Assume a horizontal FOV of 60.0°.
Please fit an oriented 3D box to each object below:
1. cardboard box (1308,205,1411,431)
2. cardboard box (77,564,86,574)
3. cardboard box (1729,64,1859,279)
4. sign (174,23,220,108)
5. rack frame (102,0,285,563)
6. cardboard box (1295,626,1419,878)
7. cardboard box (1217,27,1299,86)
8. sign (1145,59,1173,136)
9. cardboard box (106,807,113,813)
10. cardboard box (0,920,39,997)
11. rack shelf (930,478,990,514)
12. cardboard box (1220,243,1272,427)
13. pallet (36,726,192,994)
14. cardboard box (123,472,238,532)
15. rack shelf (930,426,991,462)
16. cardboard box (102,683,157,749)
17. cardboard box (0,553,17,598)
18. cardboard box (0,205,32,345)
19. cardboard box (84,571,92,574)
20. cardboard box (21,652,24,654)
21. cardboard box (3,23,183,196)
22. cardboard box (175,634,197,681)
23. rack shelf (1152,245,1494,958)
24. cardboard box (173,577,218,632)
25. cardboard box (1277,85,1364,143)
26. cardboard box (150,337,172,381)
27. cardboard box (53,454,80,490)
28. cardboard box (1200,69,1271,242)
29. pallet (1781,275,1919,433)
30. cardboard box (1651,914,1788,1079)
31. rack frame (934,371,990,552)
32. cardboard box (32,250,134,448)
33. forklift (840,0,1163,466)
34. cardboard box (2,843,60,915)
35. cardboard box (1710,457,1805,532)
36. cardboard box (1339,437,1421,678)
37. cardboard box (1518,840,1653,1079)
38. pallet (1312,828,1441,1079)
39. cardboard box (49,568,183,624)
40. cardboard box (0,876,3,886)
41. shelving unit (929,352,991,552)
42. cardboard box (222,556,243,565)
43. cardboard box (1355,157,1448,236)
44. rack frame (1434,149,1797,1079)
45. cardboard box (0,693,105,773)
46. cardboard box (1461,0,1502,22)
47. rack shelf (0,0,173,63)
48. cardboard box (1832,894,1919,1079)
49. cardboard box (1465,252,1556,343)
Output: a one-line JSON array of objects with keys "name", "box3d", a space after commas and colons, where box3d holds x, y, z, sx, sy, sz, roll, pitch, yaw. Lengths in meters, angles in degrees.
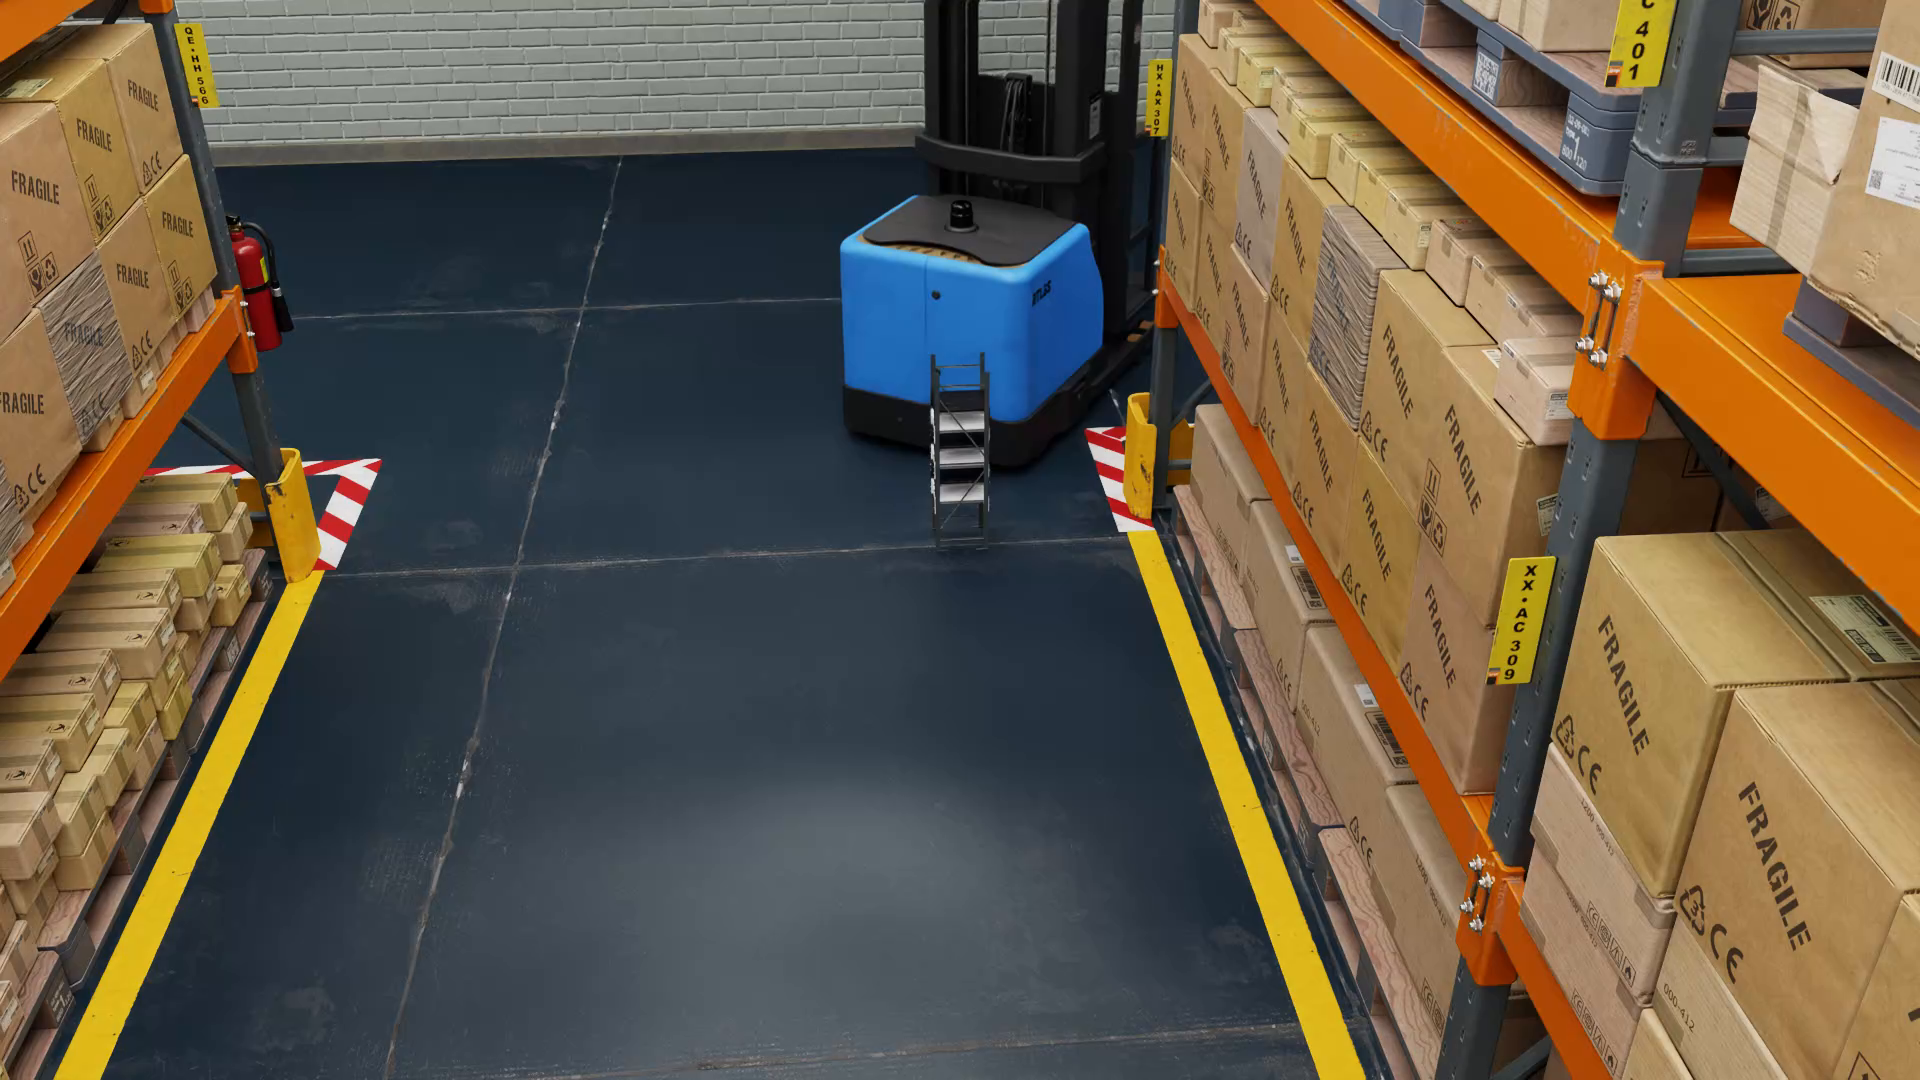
[{"name": "cardboard box", "box3d": [1.351, -0.662, 4.861, 0.500, 0.500, 0.500, -2, 31, -4]}, {"name": "cardboard box", "box3d": [-3.763, 0.141, 6.669, 0.380, 0.149, 0.250, -3, 31, -5]}, {"name": "cardboard box", "box3d": [1.465, -0.582, 2.595, 0.396, 0.266, 0.258, -3, 31, -5]}, {"name": "sign", "box3d": [-2.972, -1.846, 6.479, 0.100, 0.325, 0.005, -3, 31, -5]}, {"name": "rack frame", "box3d": [-3.526, -1.197, 6.829, 1.000, 3.000, 0.127, -3, 31, -5]}, {"name": "cardboard box", "box3d": [1.730, 0.693, 5.753, 0.875, 0.438, 0.875, -4, 31, -6]}, {"name": "cardboard box", "box3d": [1.156, -1.774, 6.089, 0.380, 0.149, 0.250, -2, 31, -3]}, {"name": "sign", "box3d": [0.840, -1.868, 7.031, 0.100, 0.325, 0.005, -3, 31, -5]}, {"name": "cardboard box", "box3d": [-3.129, 0.896, 5.695, 0.380, 0.149, 0.250, -2, 31, -3]}, {"name": "cardboard box", "box3d": [-3.040, 1.300, 5.019, 0.380, 0.149, 0.250, -3, 31, -6]}, {"name": "rack shelf", "box3d": [-0.001, -0.207, 7.636, 0.258, 0.077, 0.200, -3, 31, -5]}, {"name": "cardboard box", "box3d": [1.256, -0.753, 5.987, 0.500, 0.500, 0.500, -3, 31, -5]}, {"name": "pallet", "box3d": [-3.368, 1.077, 5.742, 1.003, 0.211, 1.213, -3, 31, -5]}, {"name": "cardboard box", "box3d": [-3.224, -0.151, 6.868, 0.380, 0.149, 0.250, -2, 31, -4]}, {"name": "rack shelf", "box3d": [-0.001, -0.439, 7.497, 0.258, 0.077, 0.200, -3, 31, -5]}, {"name": "cardboard box", "box3d": [-3.076, 0.635, 5.842, 0.380, 0.149, 0.250, -1, 31, -2]}, {"name": "cardboard box", "box3d": [-3.025, 0.123, 4.865, 0.380, 0.149, 0.250, -1, 31, -2]}, {"name": "cardboard box", "box3d": [-3.078, -0.782, 4.771, 0.500, 0.500, 0.500, -4, 31, -6]}, {"name": "cardboard box", "box3d": [-3.690, 0.259, 6.762, 0.380, 0.149, 0.250, -3, 31, -5]}, {"name": "cardboard box", "box3d": [-3.617, 0.529, 6.020, 0.380, 0.149, 0.250, -4, 31, -7]}, {"name": "cardboard box", "box3d": [-3.236, -1.575, 6.100, 0.500, 0.500, 0.500, -3, 31, -6]}, {"name": "cardboard box", "box3d": [-3.170, 0.496, 6.365, 0.380, 0.149, 0.250, -2, 31, -4]}, {"name": "rack shelf", "box3d": [1.580, -0.156, 5.788, 1.077, 0.370, 4.000, -3, 31, -5]}, {"name": "cardboard box", "box3d": [-3.142, 0.240, 6.504, 0.380, 0.149, 0.250, -4, 31, -7]}, {"name": "cardboard box", "box3d": [1.257, -1.379, 5.429, 0.380, 0.149, 0.250, -2, 31, -4]}, {"name": "cardboard box", "box3d": [-3.190, -0.680, 6.209, 0.380, 0.149, 0.250, -3, 31, -5]}, {"name": "cardboard box", "box3d": [-3.182, -0.275, 5.529, 0.380, 0.149, 0.250, -4, 31, -7]}, {"name": "cardboard box", "box3d": [1.209, -1.436, 6.156, 0.500, 0.500, 0.500, -4, 31, -6]}, {"name": "pallet", "box3d": [1.901, -0.184, 2.394, 0.805, 0.209, 1.217, -4, 31, -7]}, {"name": "cardboard box", "box3d": [1.603, 0.909, 2.962, 0.500, 0.250, 0.500, -2, 31, -4]}, {"name": "rack frame", "box3d": [0.009, -0.339, 7.439, 0.240, 0.900, 0.006, -3, 31, -5]}, {"name": "cardboard box", "box3d": [-3.128, -0.629, 5.491, 0.500, 0.500, 0.500, -3, 31, -4]}, {"name": "forklift", "box3d": [0.506, -2.356, 8.836, 1.130, 2.935, 3.031, 14, 34, 23]}, {"name": "cardboard box", "box3d": [-3.064, 1.033, 5.175, 0.380, 0.149, 0.250, -1, 31, -2]}, {"name": "cardboard box", "box3d": [1.963, -0.171, 4.038, 0.500, 0.500, 0.500, -3, 31, -4]}, {"name": "cardboard box", "box3d": [1.415, 0.026, 4.683, 0.500, 0.500, 0.500, -3, 31, -6]}, {"name": "cardboard box", "box3d": [1.545, 0.858, 3.535, 0.500, 0.250, 0.500, -3, 31, -6]}, {"name": "pallet", "box3d": [1.773, 1.361, 5.265, 1.003, 0.211, 1.213, -3, 31, -5]}, {"name": "cardboard box", "box3d": [-3.146, 0.242, 6.211, 0.380, 0.149, 0.250, -4, 31, -7]}, {"name": "cardboard box", "box3d": [-3.065, 1.045, 4.866, 0.380, 0.149, 0.250, -4, 31, -6]}, {"name": "shelving unit", "box3d": [-0.001, -0.390, 7.526, 0.258, 0.900, 0.210, -3, 31, -5]}, {"name": "cardboard box", "box3d": [-3.269, 0.105, 7.019, 0.380, 0.149, 0.250, -2, 31, -4]}, {"name": "cardboard box", "box3d": [1.364, -0.992, 4.781, 0.380, 0.149, 0.250, -3, 31, -6]}, {"name": "rack frame", "box3d": [1.766, 0.556, 3.894, 1.000, 3.000, 0.127, -3, 31, -5]}, {"name": "cardboard box", "box3d": [-3.099, 0.648, 5.530, 0.380, 0.149, 0.250, -3, 31, -4]}, {"name": "cardboard box", "box3d": [1.363, -1.293, 3.802, 0.380, 0.149, 0.250, -2, 31, -3]}, {"name": "rack shelf", "box3d": [-3.339, -1.155, 4.535, 1.077, 0.370, 4.000, -3, 31, -5]}, {"name": "cardboard box", "box3d": [1.641, 0.837, 2.351, 0.500, 0.500, 0.500, -3, 31, -6]}, {"name": "cardboard box", "box3d": [1.491, -0.604, 4.131, 0.380, 0.149, 0.250, -3, 31, -5]}]
